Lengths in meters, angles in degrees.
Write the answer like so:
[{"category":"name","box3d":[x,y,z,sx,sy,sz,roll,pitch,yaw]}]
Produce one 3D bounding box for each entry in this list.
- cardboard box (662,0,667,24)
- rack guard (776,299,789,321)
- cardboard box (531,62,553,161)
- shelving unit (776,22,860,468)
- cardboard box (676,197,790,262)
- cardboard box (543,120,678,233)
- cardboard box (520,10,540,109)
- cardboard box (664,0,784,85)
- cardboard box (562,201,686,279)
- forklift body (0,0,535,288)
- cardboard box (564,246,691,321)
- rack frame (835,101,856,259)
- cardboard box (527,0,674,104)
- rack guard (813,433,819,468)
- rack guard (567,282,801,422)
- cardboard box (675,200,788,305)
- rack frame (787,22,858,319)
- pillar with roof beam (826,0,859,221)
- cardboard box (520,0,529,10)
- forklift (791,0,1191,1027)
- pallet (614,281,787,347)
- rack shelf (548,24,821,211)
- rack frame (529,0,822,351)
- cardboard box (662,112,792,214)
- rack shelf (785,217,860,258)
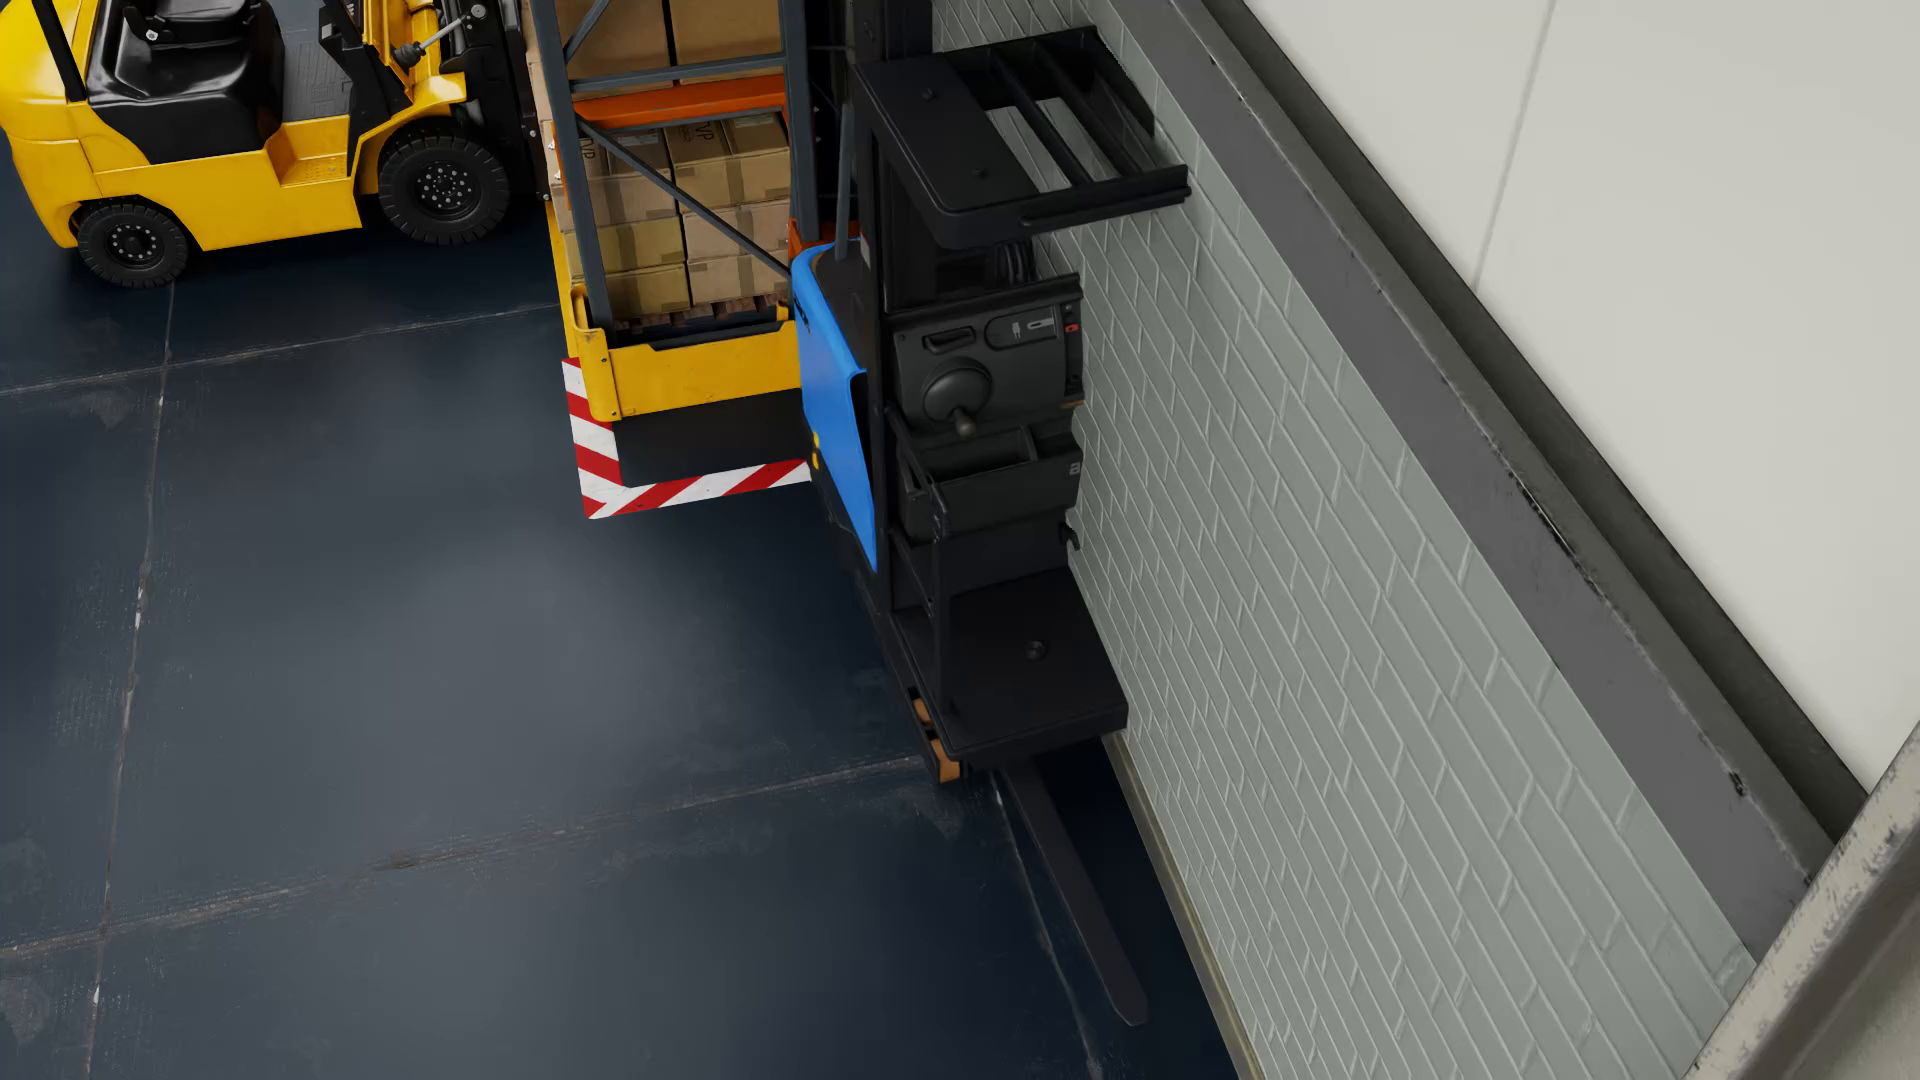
[{"category":"cardboard box","box3d":[-1.097,-2.580,7.108,0.500,0.500,0.500,-9,46,-9]},{"category":"rack guard","box3d":[-0.542,-0.970,7.570,0.587,0.250,0.087,-4,33,-14]},{"category":"cardboard box","box3d":[-1.640,-1.943,7.485,0.500,0.250,0.500,-10,46,-10]},{"category":"shelving unit","box3d":[-0.368,-1.228,6.834,0.587,1.500,1.083,-4,33,-14]},{"category":"cardboard box","box3d":[-1.004,-1.518,7.419,0.500,0.250,0.500,-10,46,-10]},{"category":"cardboard box","box3d":[-1.504,-1.592,7.141,0.500,0.250,0.500,-9,46,-9]},{"category":"cardboard box","box3d":[-1.779,-2.290,7.825,0.500,0.250,0.500,-10,46,-10]},{"category":"cardboard box","box3d":[-0.943,-2.224,6.759,0.500,0.500,0.500,-9,46,-9]},{"category":"cardboard box","box3d":[-1.511,-1.435,7.337,0.500,0.250,0.500,-11,47,-11]},{"category":"forklift body","box3d":[-3.333,-2.475,7.669,2.313,2.155,1.214,-11,47,-10]},{"category":"cardboard box","box3d":[-1.510,-1.247,7.503,0.500,0.250,0.500,-10,46,-10]},{"category":"rack frame","box3d":[-0.242,-0.951,6.416,0.500,1.500,0.032,-4,33,-14]},{"category":"cardboard box","box3d":[-1.464,-2.123,6.660,0.500,0.500,0.500,-12,47,-11]},{"category":"rack guard","box3d":[-0.300,-0.435,6.765,0.587,0.250,0.087,-4,33,-14]},{"category":"rack guard","box3d":[-1.078,-0.905,7.287,1.175,0.500,0.348,-11,47,-10]},{"category":"cardboard box","box3d":[-1.021,-1.356,7.609,0.500,0.250,0.500,-11,47,-10]},{"category":"rack frame","box3d":[-0.489,-1.496,7.237,0.500,1.500,0.032,-4,33,-14]},{"category":"pillar with roof beam","box3d":[-4.553,-3.754,4.129,9.100,9.000,0.400,-11,47,-10]},{"category":"cardboard box","box3d":[-1.901,-2.641,8.169,0.500,0.250,0.500,-12,47,-11]},{"category":"forklift","box3d":[0.316,-0.503,5.191,1.130,2.935,3.031,-14,47,-14]},{"category":"pallet","box3d":[-1.321,-1.341,7.916,1.003,0.211,1.213,-11,47,-10]},{"category":"rack shelf","box3d":[-1.596,-2.925,8.020,1.077,0.370,4.000,-11,47,-10]},{"category":"rack frame","box3d":[-1.084,-1.796,6.410,1.000,3.000,0.127,-11,47,-10]},{"category":"cardboard box","box3d":[-1.024,-1.697,7.244,0.500,0.250,0.500,-11,47,-11]},{"category":"rack shelf","box3d":[-0.381,-1.072,6.922,0.538,0.185,1.000,-4,33,-14]}]
